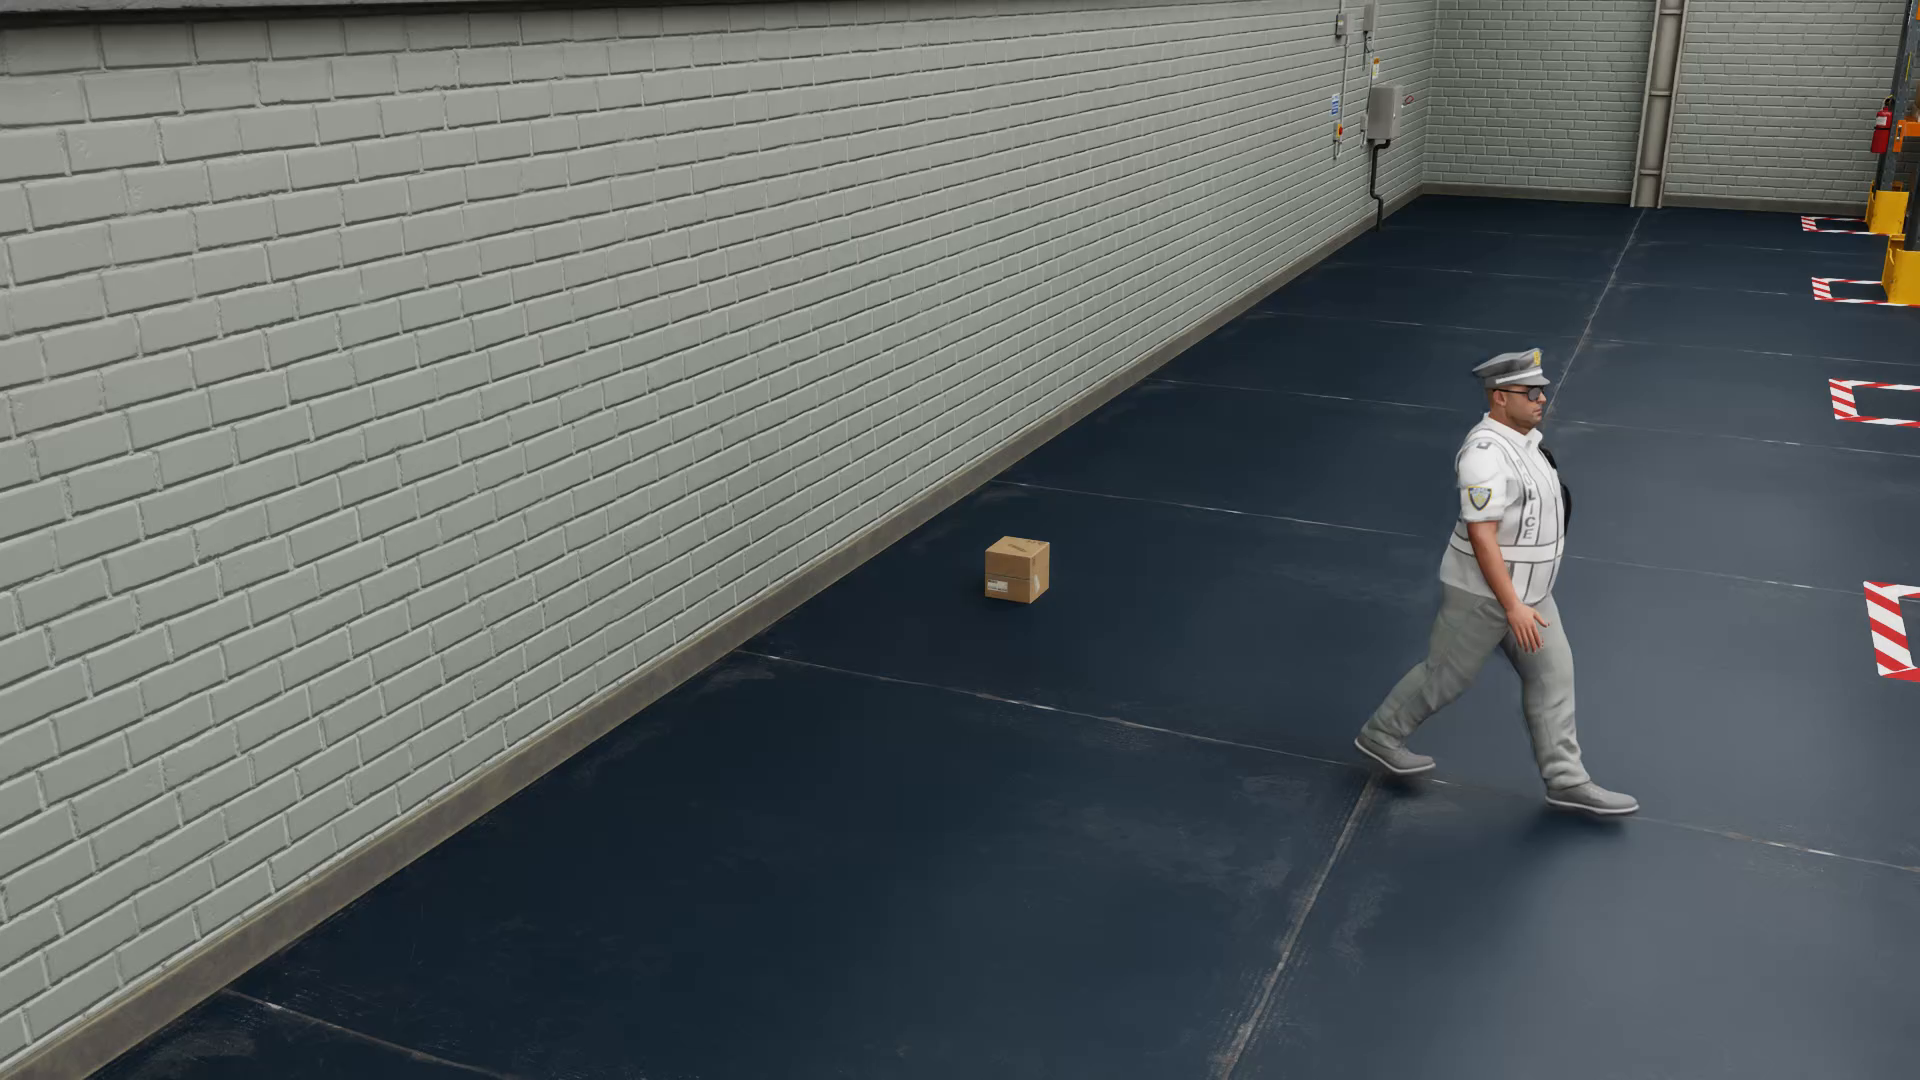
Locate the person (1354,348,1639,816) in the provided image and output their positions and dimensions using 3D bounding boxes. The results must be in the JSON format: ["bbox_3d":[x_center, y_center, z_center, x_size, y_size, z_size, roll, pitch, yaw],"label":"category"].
[{"bbox_3d":[2.007,0.153,6.064,1.040,1.722,0.564,15,24,37],"label":"person"}]
